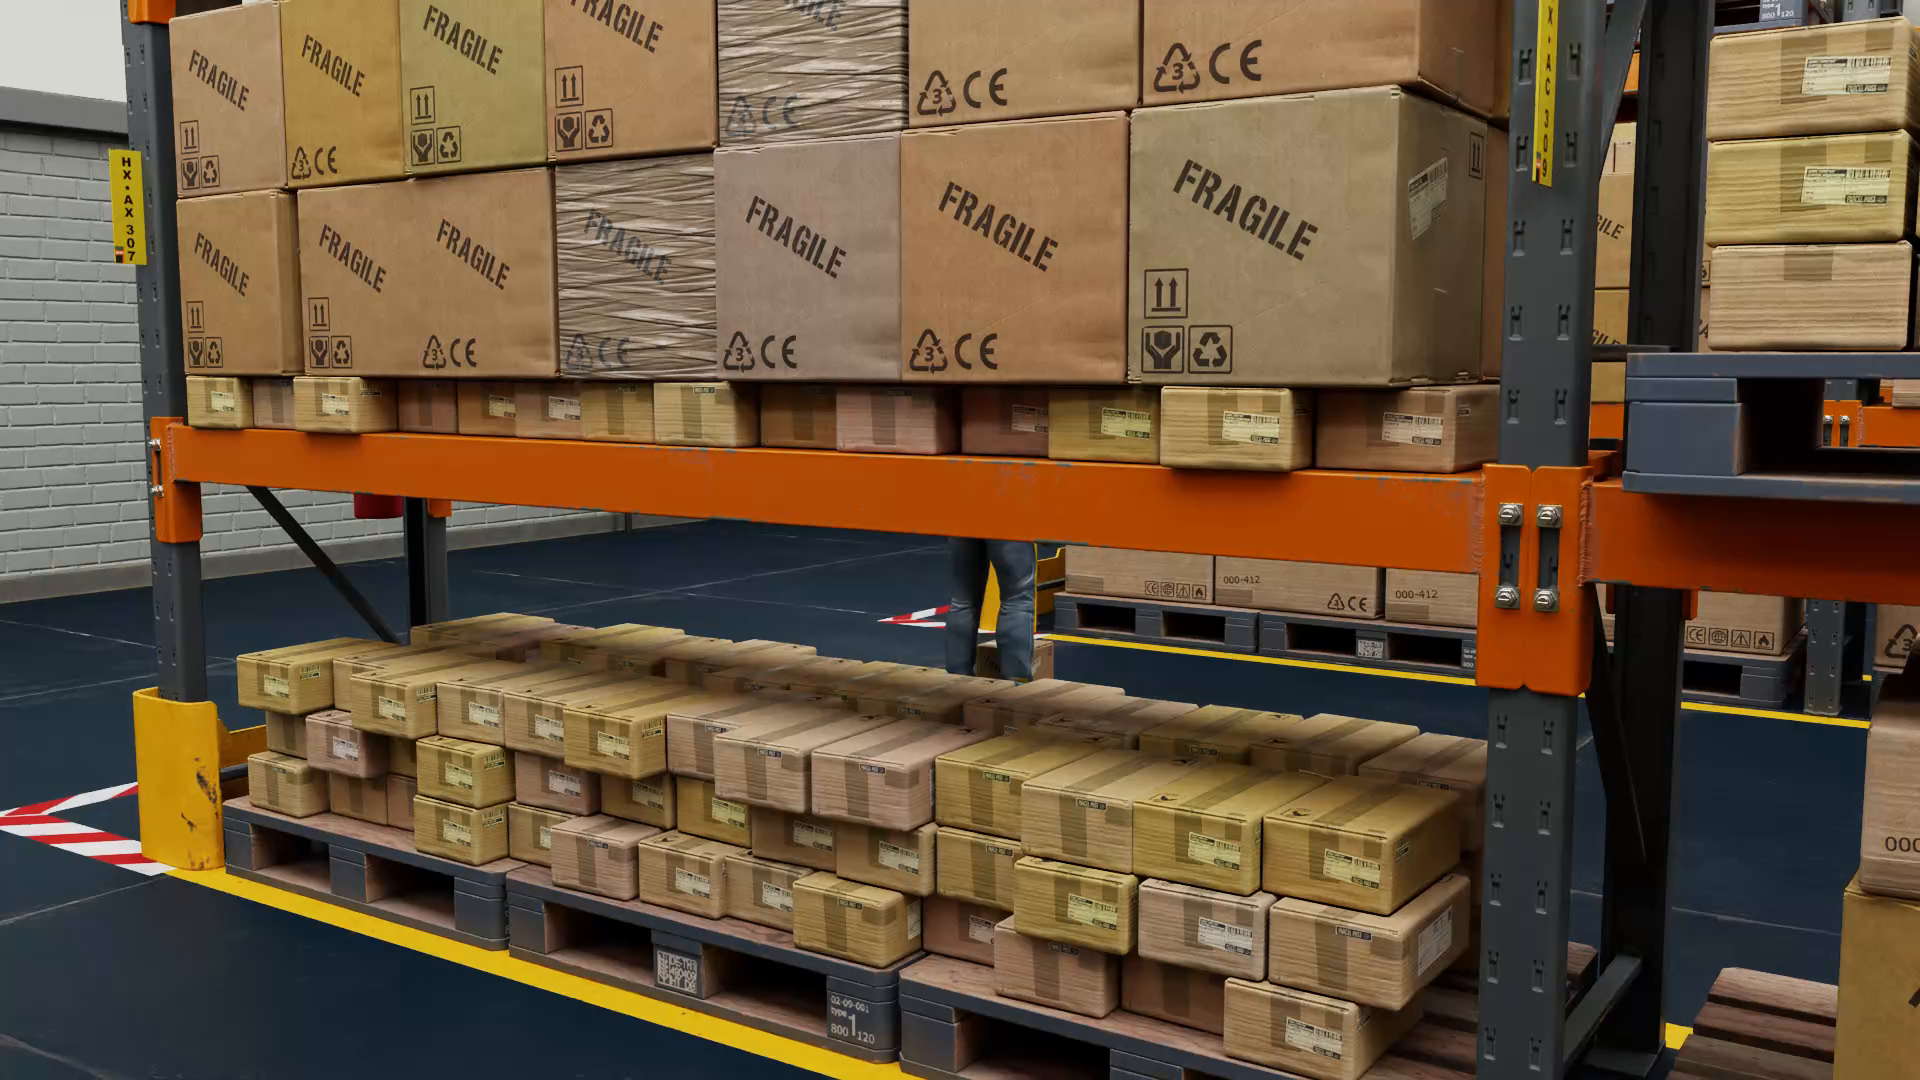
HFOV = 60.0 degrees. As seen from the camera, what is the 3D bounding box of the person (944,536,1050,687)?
[{"bbox_3d":[0.130,-0.147,7.058,0.627,1.758,0.456,4,8,34],"label":"person"}]
